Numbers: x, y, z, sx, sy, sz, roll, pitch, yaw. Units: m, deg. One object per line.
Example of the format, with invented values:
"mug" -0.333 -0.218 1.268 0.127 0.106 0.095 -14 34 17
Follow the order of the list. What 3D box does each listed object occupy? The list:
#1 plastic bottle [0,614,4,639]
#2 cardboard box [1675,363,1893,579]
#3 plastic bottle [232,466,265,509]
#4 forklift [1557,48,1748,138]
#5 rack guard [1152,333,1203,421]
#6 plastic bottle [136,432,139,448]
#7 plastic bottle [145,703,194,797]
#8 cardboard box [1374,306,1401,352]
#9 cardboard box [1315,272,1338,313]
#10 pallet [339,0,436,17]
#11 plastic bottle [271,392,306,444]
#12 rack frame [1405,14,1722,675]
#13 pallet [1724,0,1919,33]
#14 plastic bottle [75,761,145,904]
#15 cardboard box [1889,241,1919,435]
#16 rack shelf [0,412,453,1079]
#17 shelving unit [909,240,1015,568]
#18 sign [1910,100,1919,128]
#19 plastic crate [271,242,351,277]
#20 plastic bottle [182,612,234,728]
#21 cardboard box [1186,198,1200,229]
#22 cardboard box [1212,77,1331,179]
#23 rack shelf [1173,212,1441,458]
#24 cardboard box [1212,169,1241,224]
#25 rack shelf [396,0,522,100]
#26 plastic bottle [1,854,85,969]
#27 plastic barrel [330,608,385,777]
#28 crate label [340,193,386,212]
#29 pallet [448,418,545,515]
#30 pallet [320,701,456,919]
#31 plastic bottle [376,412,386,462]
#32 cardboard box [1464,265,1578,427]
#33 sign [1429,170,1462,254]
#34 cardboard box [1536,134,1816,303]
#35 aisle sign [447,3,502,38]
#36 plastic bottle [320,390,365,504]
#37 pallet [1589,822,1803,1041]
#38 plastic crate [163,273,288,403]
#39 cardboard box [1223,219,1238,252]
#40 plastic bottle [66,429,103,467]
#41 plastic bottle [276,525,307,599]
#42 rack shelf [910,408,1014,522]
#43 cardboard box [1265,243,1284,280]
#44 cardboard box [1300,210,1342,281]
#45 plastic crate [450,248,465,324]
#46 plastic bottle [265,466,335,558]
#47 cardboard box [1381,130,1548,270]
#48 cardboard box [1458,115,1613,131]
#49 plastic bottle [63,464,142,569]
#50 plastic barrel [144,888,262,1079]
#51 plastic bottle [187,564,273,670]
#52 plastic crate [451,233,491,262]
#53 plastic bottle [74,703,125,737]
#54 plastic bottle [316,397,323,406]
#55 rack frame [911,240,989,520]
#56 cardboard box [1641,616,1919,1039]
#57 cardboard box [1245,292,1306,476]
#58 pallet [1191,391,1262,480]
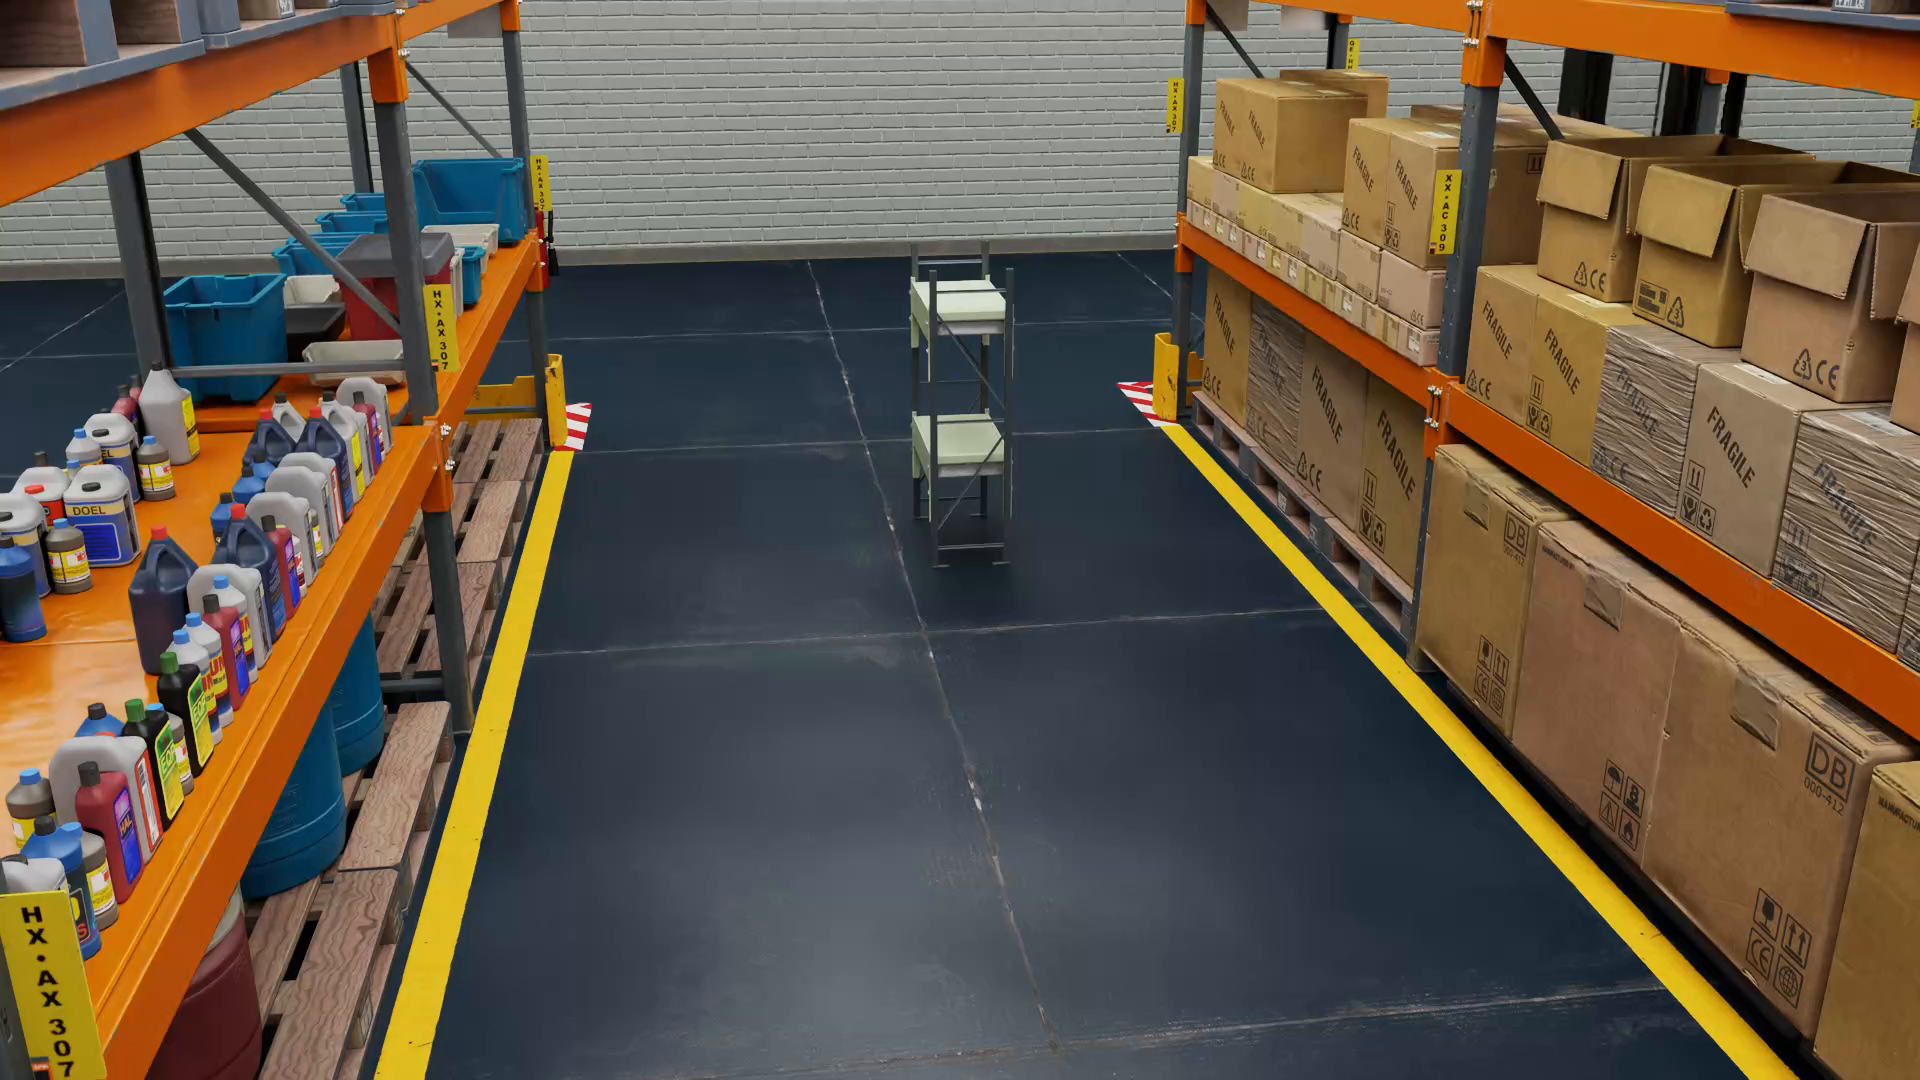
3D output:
"plastic bottle" -2.547 0.106 4.216 0.144 0.351 0.185 -3 21 -8
"cardboard box" 2.494 -0.219 4.873 0.500 0.500 0.500 -3 21 -7
"plastic bottle" -2.050 -0.080 4.826 0.097 0.271 0.097 0 20 0
"forklift" 4.324 -2.099 10.146 1.130 2.935 3.031 -3 21 -9
"rack guard" 1.871 -1.092 10.927 1.175 0.500 0.348 -3 21 -8
"plastic bottle" -2.766 -0.294 5.499 0.097 0.201 0.097 0 20 0
"plastic bottle" -1.692 0.444 3.525 0.097 0.201 0.097 0 20 0
"cardboard box" 2.045 -0.931 7.280 0.380 0.149 0.250 -3 21 -7
"cardboard box" 1.934 -1.198 7.995 0.380 0.149 0.250 -3 21 -7
"pallet" -2.241 -1.671 4.885 1.213 0.211 1.003 -3 21 -8
"plastic bottle" -2.137 -0.288 5.271 0.144 0.351 0.185 -3 21 -8
"rack frame" 2.451 -0.870 6.759 1.000 3.000 0.127 -3 21 -8
"pallet" 2.718 -1.409 4.185 1.003 0.211 1.213 -2 21 -5
"plastic bottle" -1.619 0.537 3.158 0.061 0.283 0.133 -3 21 -8
"cardboard box" 2.847 -0.482 4.142 0.797 0.503 0.637 -2 21 -6
"rack shelf" -2.162 0.409 4.362 1.077 0.370 4.000 -3 21 -8
"shelving unit" 0.001 -0.700 8.448 0.431 1.500 0.755 -3 21 -8
"sign" 6.260 -2.848 10.818 0.100 0.325 0.005 -3 21 -8
"plastic crate" -3.084 -1.293 8.045 0.416 0.233 0.300 -3 21 -8
"plastic bottle" -1.739 0.297 3.817 0.097 0.271 0.097 0 20 0
"cardboard box" 1.599 -1.998 10.137 0.380 0.149 0.250 -3 21 -7
"cardboard box" 1.748 -2.323 9.365 0.500 0.500 0.500 -3 21 -9
"rack shelf" 2.162 -1.226 8.739 1.077 0.370 4.000 -3 21 -8
"cardboard box" 1.758 -1.965 9.479 0.500 0.250 0.500 -3 21 -8
"rack shelf" -2.739 -2.381 7.545 1.077 0.370 4.000 -3 21 -8
"plastic bottle" -1.616 0.656 2.849 0.152 0.276 0.135 -3 21 -8
"plastic barrel" -2.389 0.355 5.877 0.600 0.901 0.708 -3 21 -8
"crate label" -3.317 -1.853 9.544 0.416 0.233 0.303 -3 21 -8
"pallet" -2.947 -0.412 9.516 1.003 0.211 1.213 -3 21 -8
"pallet" -2.380 0.955 5.857 1.003 0.211 1.213 -3 21 -8
"plastic bottle" -2.030 -0.368 5.699 0.097 0.201 0.097 0 20 0
"cardboard box" 2.270 -0.745 6.281 0.500 0.500 0.500 -3 21 -8
"sign" 1.902 -1.284 6.517 0.100 0.325 0.005 -3 21 -8
"cardboard box" 2.551 -1.166 5.975 0.797 0.503 0.637 -3 21 -9
"aisle sign" -2.748 -3.263 9.450 0.394 0.787 0.004 -3 21 -8
"plastic bottle" -1.994 -0.296 5.291 0.144 0.351 0.185 -3 21 -8
"pallet" 2.816 1.123 5.408 1.003 0.211 1.213 -3 21 -8
"plastic crate" -2.855 -0.785 6.469 0.392 0.384 0.575 -3 21 -8
"cardboard box" 1.713 -1.730 9.421 0.380 0.149 0.250 -3 21 -9
"plastic bottle" -2.718 -0.212 5.182 0.097 0.271 0.097 0 20 0
"plastic bottle" -1.852 0.060 4.554 0.097 0.201 0.097 0 20 0
"rack shelf" 0.001 -0.395 8.562 0.431 0.370 0.720 -3 21 -8
"cardboard box" 1.822 -1.465 8.712 0.380 0.149 0.250 -3 21 -9
"cardboard box" 1.977 -1.435 8.060 0.500 0.250 0.500 -2 21 -7
"plastic crate" -2.488 -1.131 7.541 0.437 0.282 0.530 -3 21 -8
"plastic bottle" -1.929 -0.094 4.859 0.152 0.276 0.135 -3 21 -8
"cardboard box" 2.120 -1.436 6.992 0.500 0.500 0.500 -2 21 -6
"cardboard box" 2.571 -1.640 7.538 0.500 0.500 0.500 -3 21 -8
"plastic bottle" -2.477 -0.070 4.794 0.152 0.276 0.135 -3 21 -8
"plastic barrel" -2.124 1.138 4.229 0.600 0.588 0.708 -3 21 -8
"plastic bottle" -1.816 0.176 4.134 0.152 0.276 0.135 -3 21 -8
"plastic crate" -2.703 -1.536 8.832 0.396 0.136 0.243 -3 21 -8
"plastic bottle" -1.733 0.460 3.381 0.097 0.271 0.097 0 20 0
"plastic bottle" -2.195 -0.394 5.769 0.097 0.201 0.097 0 20 0
"rack frame" -0.052 -0.827 8.787 0.400 1.500 0.023 -3 21 -8
"cardboard box" 2.828 0.764 4.819 1.225 0.875 0.875 -3 21 -8
"cardboard box" 2.177 -0.924 9.339 0.875 0.875 0.875 -3 21 -8
"pallet" 2.067 -0.676 10.224 1.003 0.211 1.213 -3 21 -8
